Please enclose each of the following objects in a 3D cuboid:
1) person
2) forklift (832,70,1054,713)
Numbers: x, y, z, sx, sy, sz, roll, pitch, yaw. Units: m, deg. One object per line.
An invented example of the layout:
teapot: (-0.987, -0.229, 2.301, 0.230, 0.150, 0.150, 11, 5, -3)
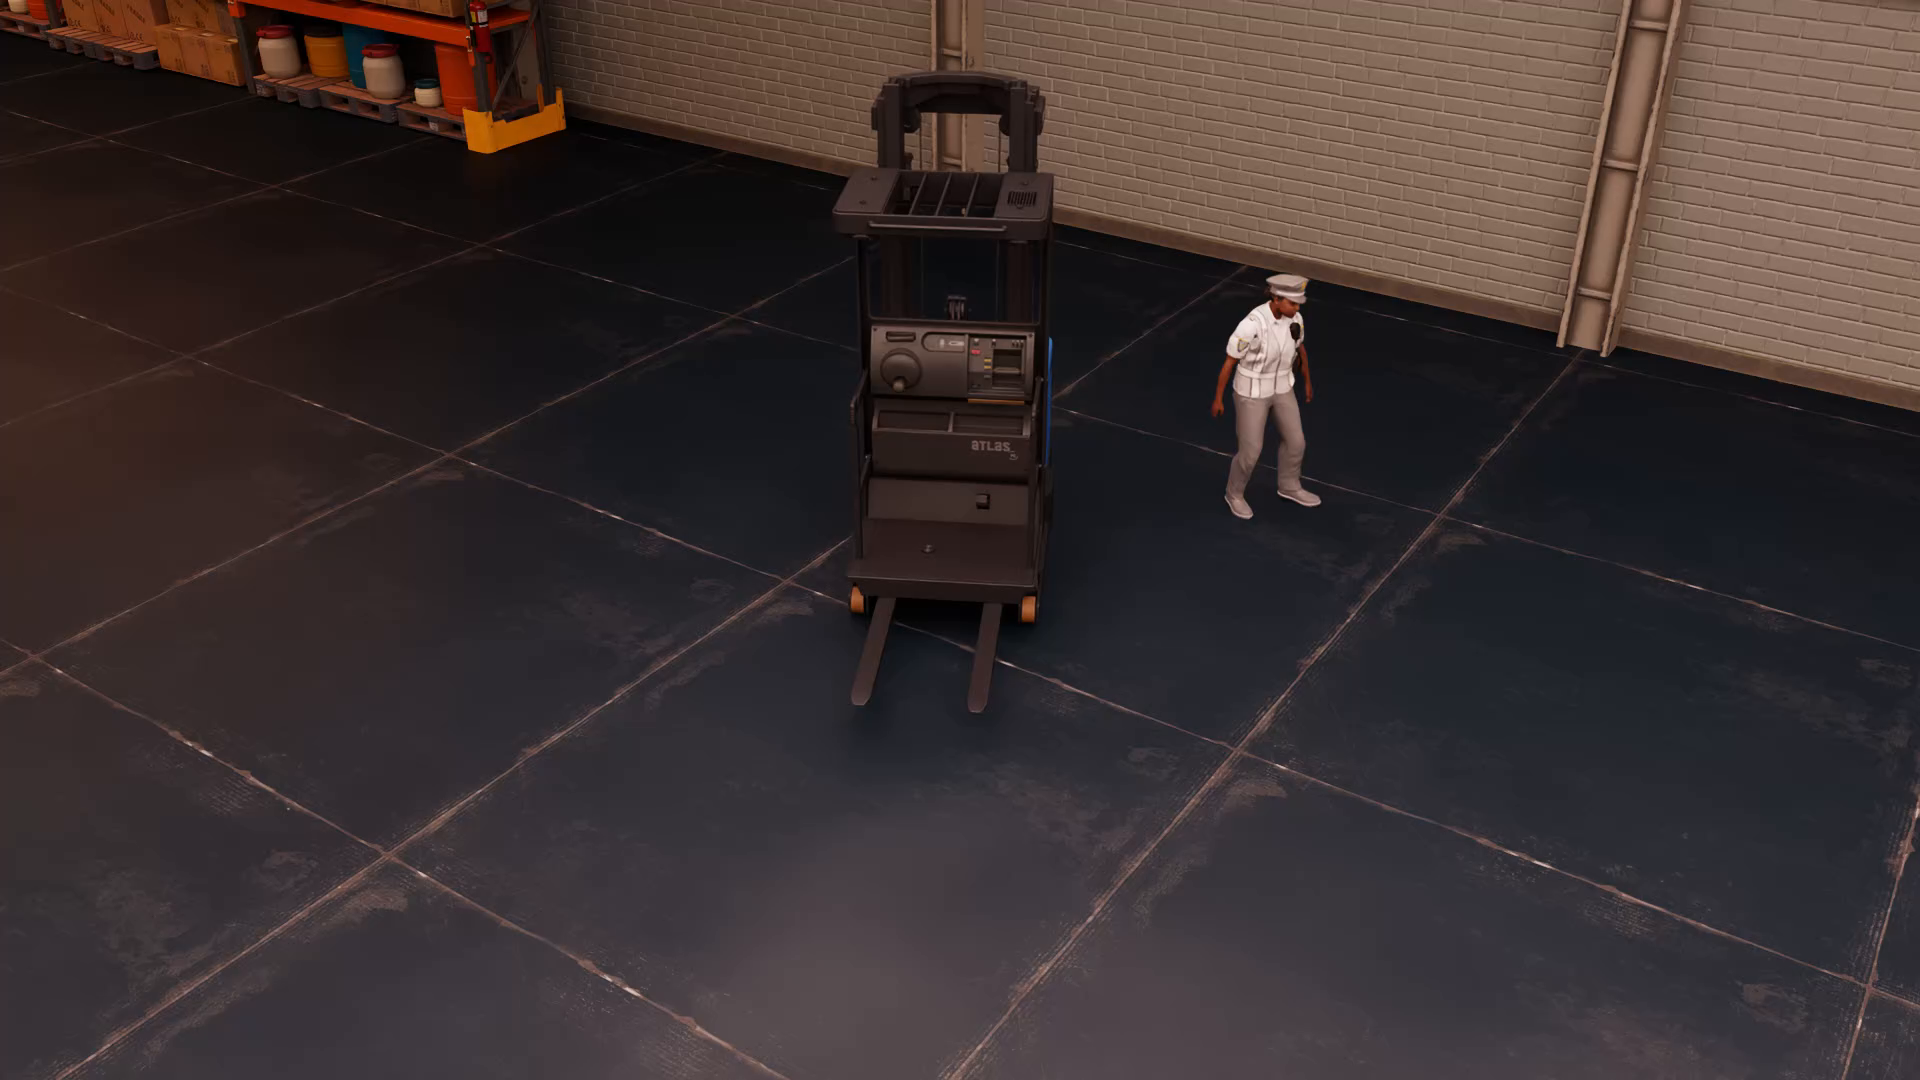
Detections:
person: (1.961, -0.918, 10.466, 0.770, 1.633, 0.390, -14, 33, -22)
forklift: (-0.064, -0.963, 9.239, 1.130, 2.935, 3.031, 3, 30, 5)
